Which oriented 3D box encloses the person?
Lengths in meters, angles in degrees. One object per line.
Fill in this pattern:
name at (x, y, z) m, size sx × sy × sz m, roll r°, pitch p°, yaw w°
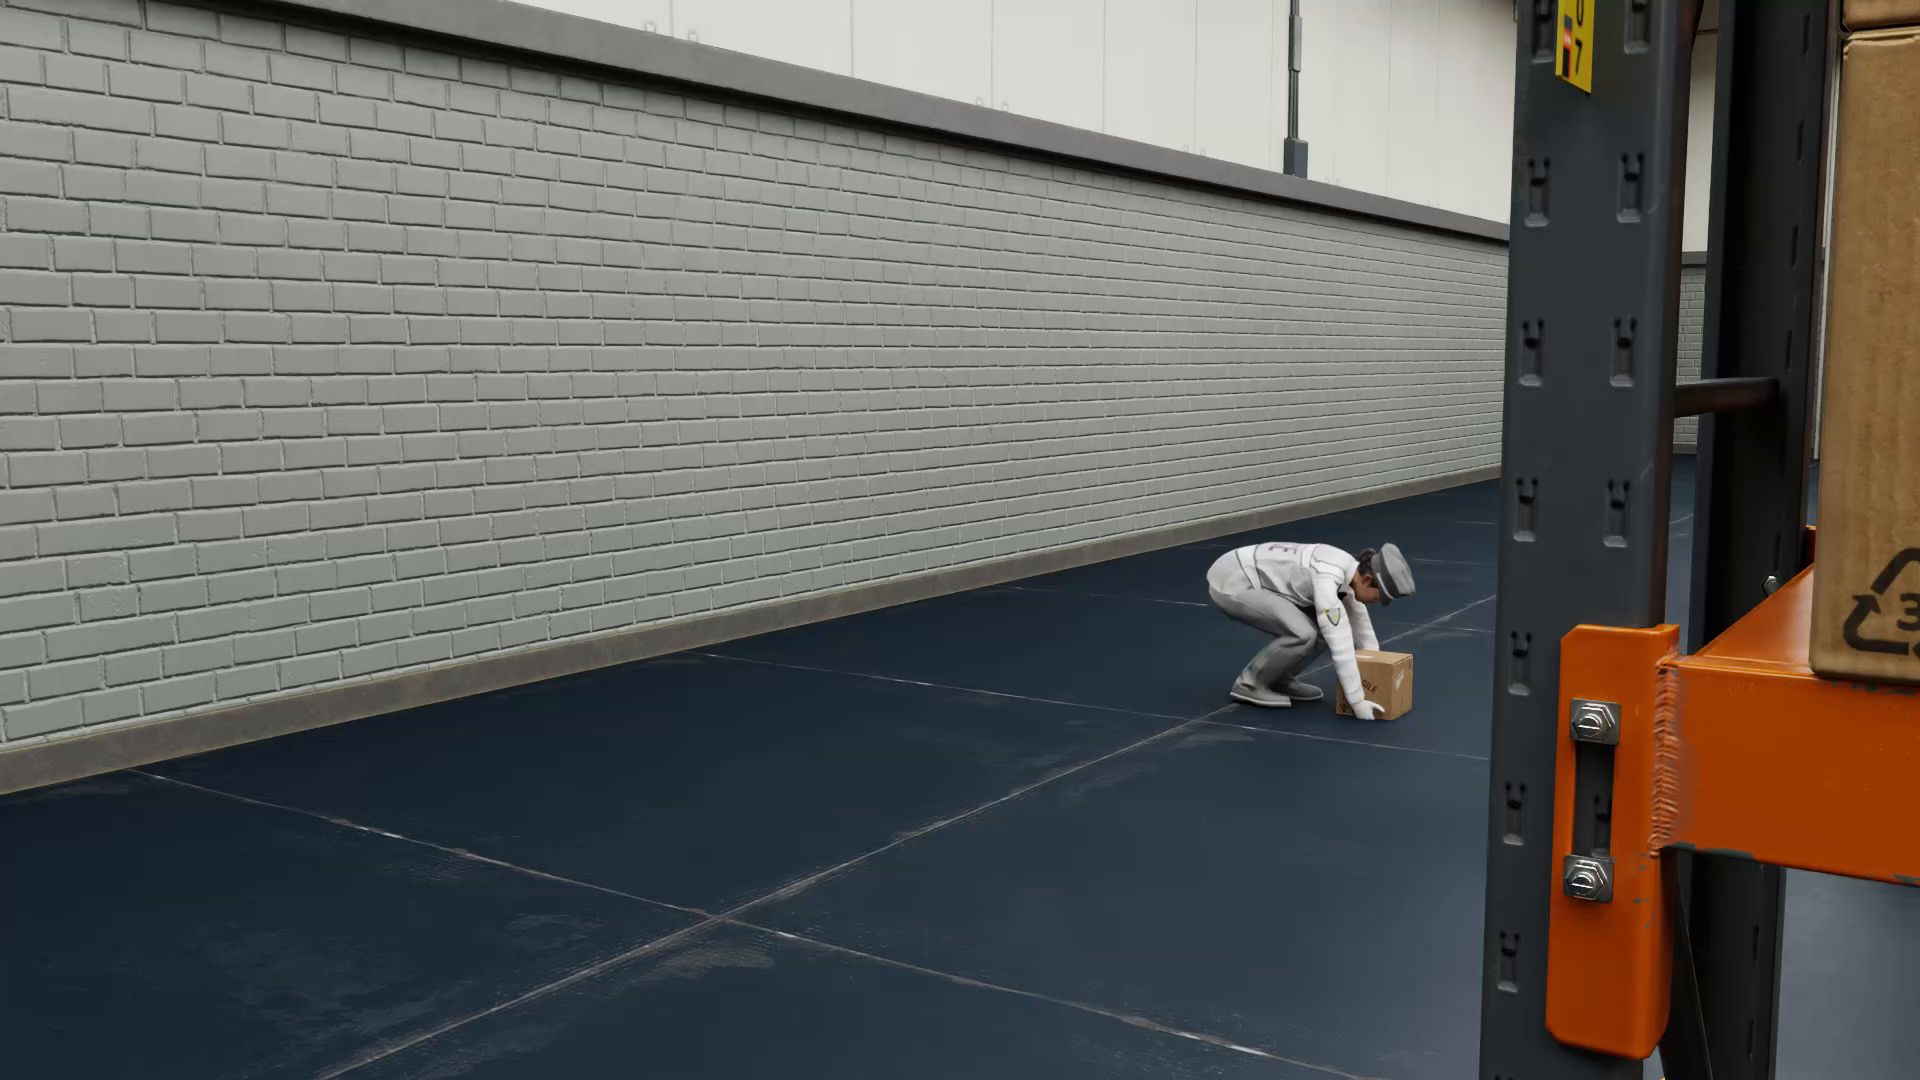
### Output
person at (1.549, 0.373, 7.376) m, size 0.914 × 0.759 × 0.445 m, roll 4°, pitch 8°, yaw 32°
